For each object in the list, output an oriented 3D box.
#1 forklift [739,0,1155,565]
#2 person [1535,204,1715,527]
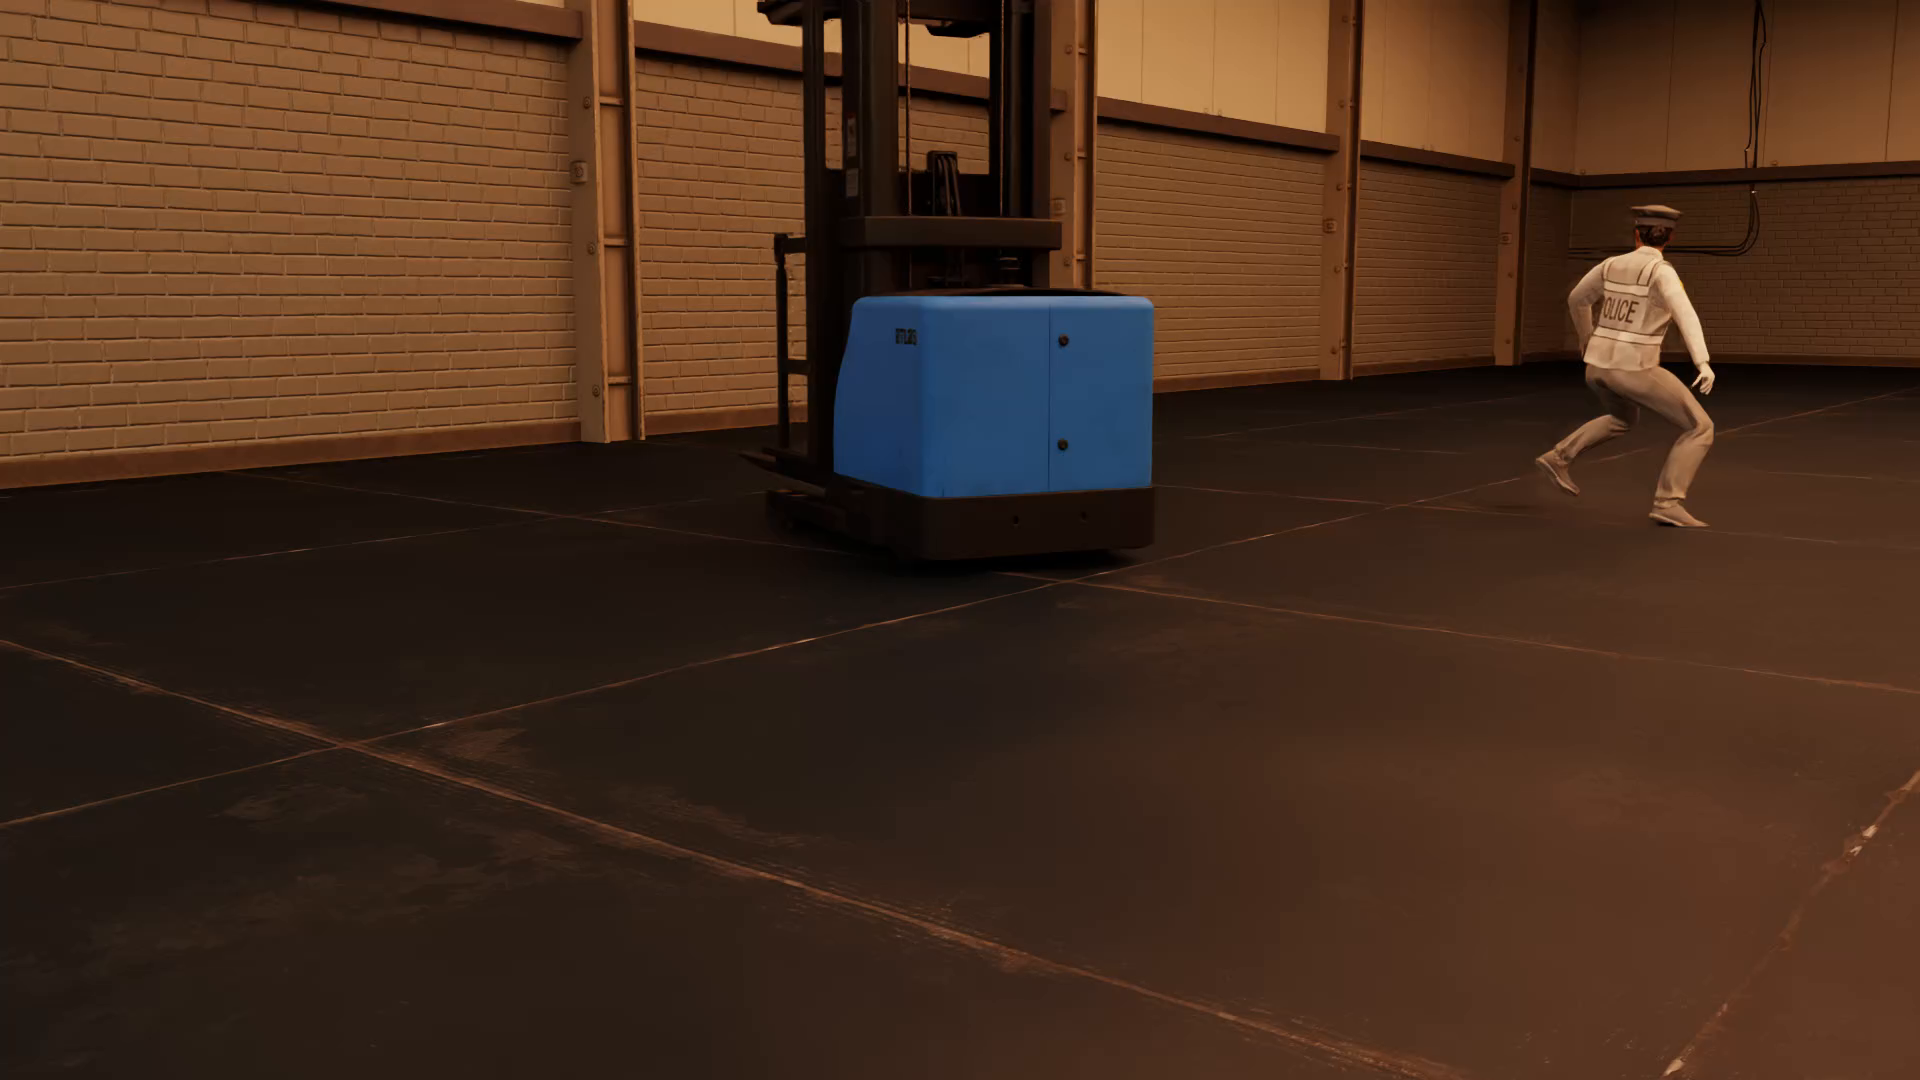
[{"bbox_3d":[-0.277,-1.526,7.710,1.130,2.935,3.031,-4,9,-24],"label":"forklift"},{"bbox_3d":[3.282,-0.830,8.015,0.466,1.549,1.051,-2,9,-14],"label":"person"}]
